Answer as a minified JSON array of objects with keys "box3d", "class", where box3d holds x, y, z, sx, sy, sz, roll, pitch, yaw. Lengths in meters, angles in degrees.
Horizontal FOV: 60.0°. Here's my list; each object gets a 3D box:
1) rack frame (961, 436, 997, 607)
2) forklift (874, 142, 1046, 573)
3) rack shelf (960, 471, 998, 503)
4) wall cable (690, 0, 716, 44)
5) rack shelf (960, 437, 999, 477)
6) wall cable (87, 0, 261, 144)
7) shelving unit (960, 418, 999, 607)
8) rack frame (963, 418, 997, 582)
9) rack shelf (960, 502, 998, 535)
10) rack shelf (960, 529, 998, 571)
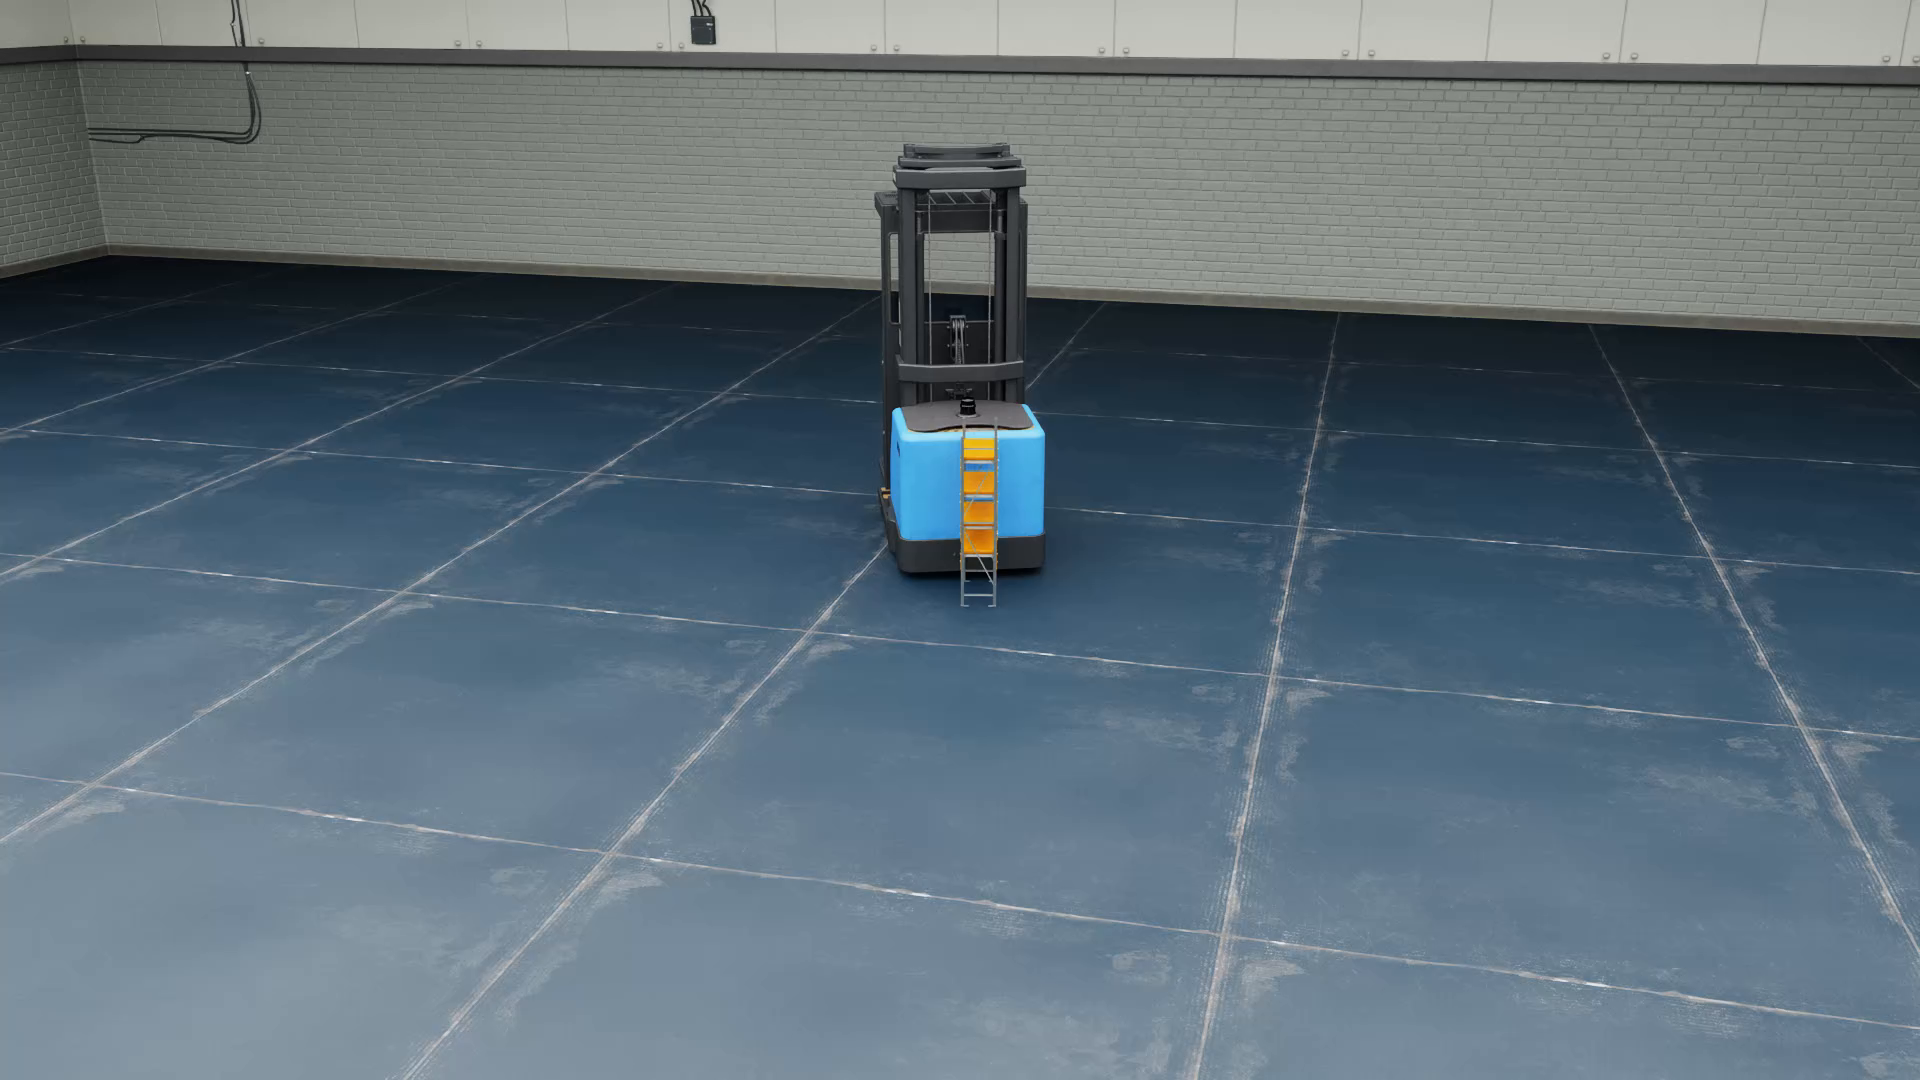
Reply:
[{"box3d":[0.127,-0.114,11.165,0.240,1.200,0.015,0,19,1],"class":"rack frame"},{"box3d":[-0.072,-1.589,12.807,1.130,2.935,3.031,-2,19,-6],"class":"forklift"},{"box3d":[0.132,-0.341,11.345,0.258,0.148,0.480,0,19,1],"class":"rack shelf"},{"box3d":[-2.443,-9.361,20.911,2.305,6.003,0.169,5,19,13],"class":"wall cable"},{"box3d":[0.132,-0.565,11.268,0.258,0.148,0.480,0,19,1],"class":"rack shelf"},{"box3d":[-11.645,-7.037,24.172,3.097,2.526,0.112,5,19,13],"class":"wall cable"},{"box3d":[0.132,-0.193,11.395,0.258,1.200,0.503,0,19,1],"class":"shelving unit"},{"box3d":[0.138,-0.272,11.626,0.240,1.200,0.015,0,19,1],"class":"rack frame"},{"box3d":[0.132,-0.129,11.417,0.258,0.148,0.480,0,19,1],"class":"rack shelf"},{"box3d":[0.132,0.059,11.481,0.258,0.148,0.480,0,19,1],"class":"rack shelf"}]
